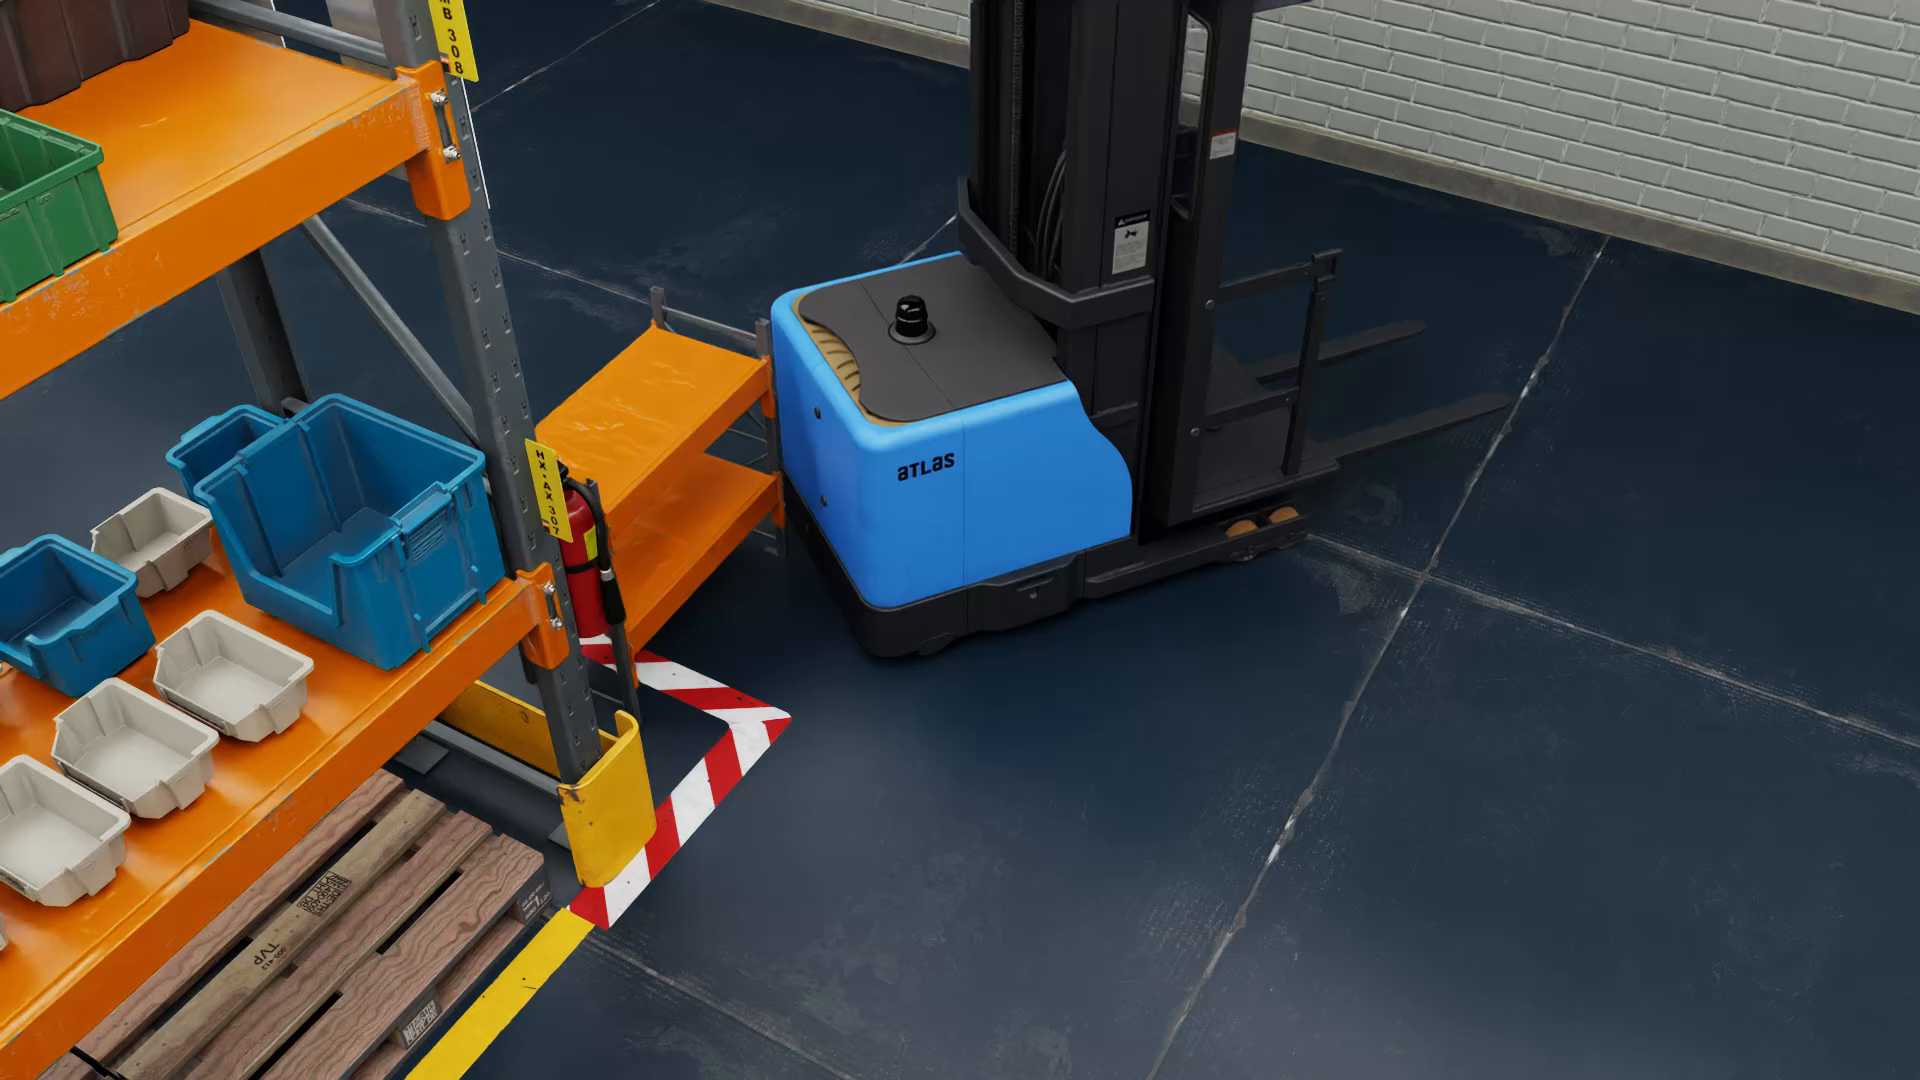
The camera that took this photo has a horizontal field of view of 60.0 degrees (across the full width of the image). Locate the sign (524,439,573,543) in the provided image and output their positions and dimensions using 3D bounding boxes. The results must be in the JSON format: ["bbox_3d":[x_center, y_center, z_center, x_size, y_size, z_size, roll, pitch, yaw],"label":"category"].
[{"bbox_3d":[-1.113,-0.130,4.505,0.100,0.325,0.005,21,45,22],"label":"sign"}]

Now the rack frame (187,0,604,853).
[{"bbox_3d":[-1.597,-0.242,4.755,1.000,3.000,0.127,21,45,22],"label":"rack frame"}]

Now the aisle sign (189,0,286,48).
[{"bbox_3d":[-1.818,-1.357,4.054,0.394,0.787,0.004,21,45,22],"label":"aisle sign"}]

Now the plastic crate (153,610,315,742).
[{"bbox_3d":[-1.848,0.361,4.224,0.396,0.136,0.243,21,45,22],"label":"plastic crate"}]

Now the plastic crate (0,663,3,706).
[{"bbox_3d":[-2.577,0.411,4.167,0.250,0.136,0.298,21,45,22],"label":"plastic crate"}]

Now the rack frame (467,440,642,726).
[{"bbox_3d":[-1.376,0.169,5.707,0.500,1.125,0.032,19,45,20],"label":"rack frame"}]

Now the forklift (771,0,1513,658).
[{"bbox_3d":[0.845,-1.316,6.027,3.031,2.935,1.130,-17,44,-18],"label":"forklift"}]

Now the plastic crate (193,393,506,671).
[{"bbox_3d":[-1.603,-0.024,4.436,0.616,0.435,0.499,21,45,22],"label":"plastic crate"}]

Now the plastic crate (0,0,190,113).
[{"bbox_3d":[-2.031,-1.190,3.661,0.497,0.269,0.590,21,45,22],"label":"plastic crate"}]

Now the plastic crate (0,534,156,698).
[{"bbox_3d":[-2.335,0.208,4.326,0.416,0.233,0.300,21,45,22],"label":"plastic crate"}]

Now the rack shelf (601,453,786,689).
[{"bbox_3d":[-1.142,0.054,6.207,0.538,0.278,1.000,19,45,20],"label":"rack shelf"}]

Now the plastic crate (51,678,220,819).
[{"bbox_3d":[-2.006,0.522,4.041,0.396,0.136,0.243,21,45,22],"label":"plastic crate"}]

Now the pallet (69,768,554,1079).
[{"bbox_3d":[-2.043,1.264,5.155,1.003,0.211,1.213,21,45,22],"label":"pallet"}]

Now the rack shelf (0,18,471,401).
[{"bbox_3d":[-2.598,0.047,2.702,1.077,0.370,4.000,21,45,22],"label":"rack shelf"}]

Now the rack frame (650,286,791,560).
[{"bbox_3d":[-0.908,-0.428,6.384,0.500,1.125,0.032,19,45,20],"label":"rack frame"}]

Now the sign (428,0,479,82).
[{"bbox_3d":[-1.113,-1.156,3.602,0.100,0.325,0.005,21,45,22],"label":"sign"}]

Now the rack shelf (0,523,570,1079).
[{"bbox_3d":[-2.598,1.173,3.693,1.077,0.370,4.000,21,45,22],"label":"rack shelf"}]

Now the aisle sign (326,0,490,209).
[{"bbox_3d":[-1.307,-1.162,3.832,0.394,0.787,0.004,21,45,22],"label":"aisle sign"}]

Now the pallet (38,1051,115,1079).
[{"bbox_3d":[-2.655,1.959,4.366,1.003,0.211,1.213,21,45,22],"label":"pallet"}]

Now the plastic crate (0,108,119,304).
[{"bbox_3d":[-1.843,-0.629,3.085,0.450,0.188,0.336,21,45,22],"label":"plastic crate"}]

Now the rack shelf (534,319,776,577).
[{"bbox_3d":[-1.142,-0.349,5.852,0.538,0.278,1.000,19,45,20],"label":"rack shelf"}]

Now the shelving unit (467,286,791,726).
[{"bbox_3d":[-1.142,-0.129,6.046,0.538,1.125,1.048,19,45,20],"label":"shelving unit"}]

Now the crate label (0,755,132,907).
[{"bbox_3d":[-2.124,0.690,3.851,0.396,0.136,0.243,21,45,22],"label":"crate label"}]

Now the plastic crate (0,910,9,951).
[{"bbox_3d":[-2.256,0.865,3.652,0.298,0.136,0.250,21,45,22],"label":"plastic crate"}]

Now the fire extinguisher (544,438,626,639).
[{"bbox_3d":[-1.128,-0.009,4.831,0.296,0.674,0.183,21,45,22],"label":"fire extinguisher"}]

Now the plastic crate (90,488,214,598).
[{"bbox_3d":[-2.238,0.023,4.608,0.250,0.136,0.298,21,45,22],"label":"plastic crate"}]

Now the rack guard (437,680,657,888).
[{"bbox_3d":[-1.596,0.678,5.601,1.175,0.500,0.348,21,45,22],"label":"rack guard"}]

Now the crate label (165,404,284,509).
[{"bbox_3d":[-2.006,-0.169,4.754,0.416,0.233,0.303,21,45,22],"label":"crate label"}]
